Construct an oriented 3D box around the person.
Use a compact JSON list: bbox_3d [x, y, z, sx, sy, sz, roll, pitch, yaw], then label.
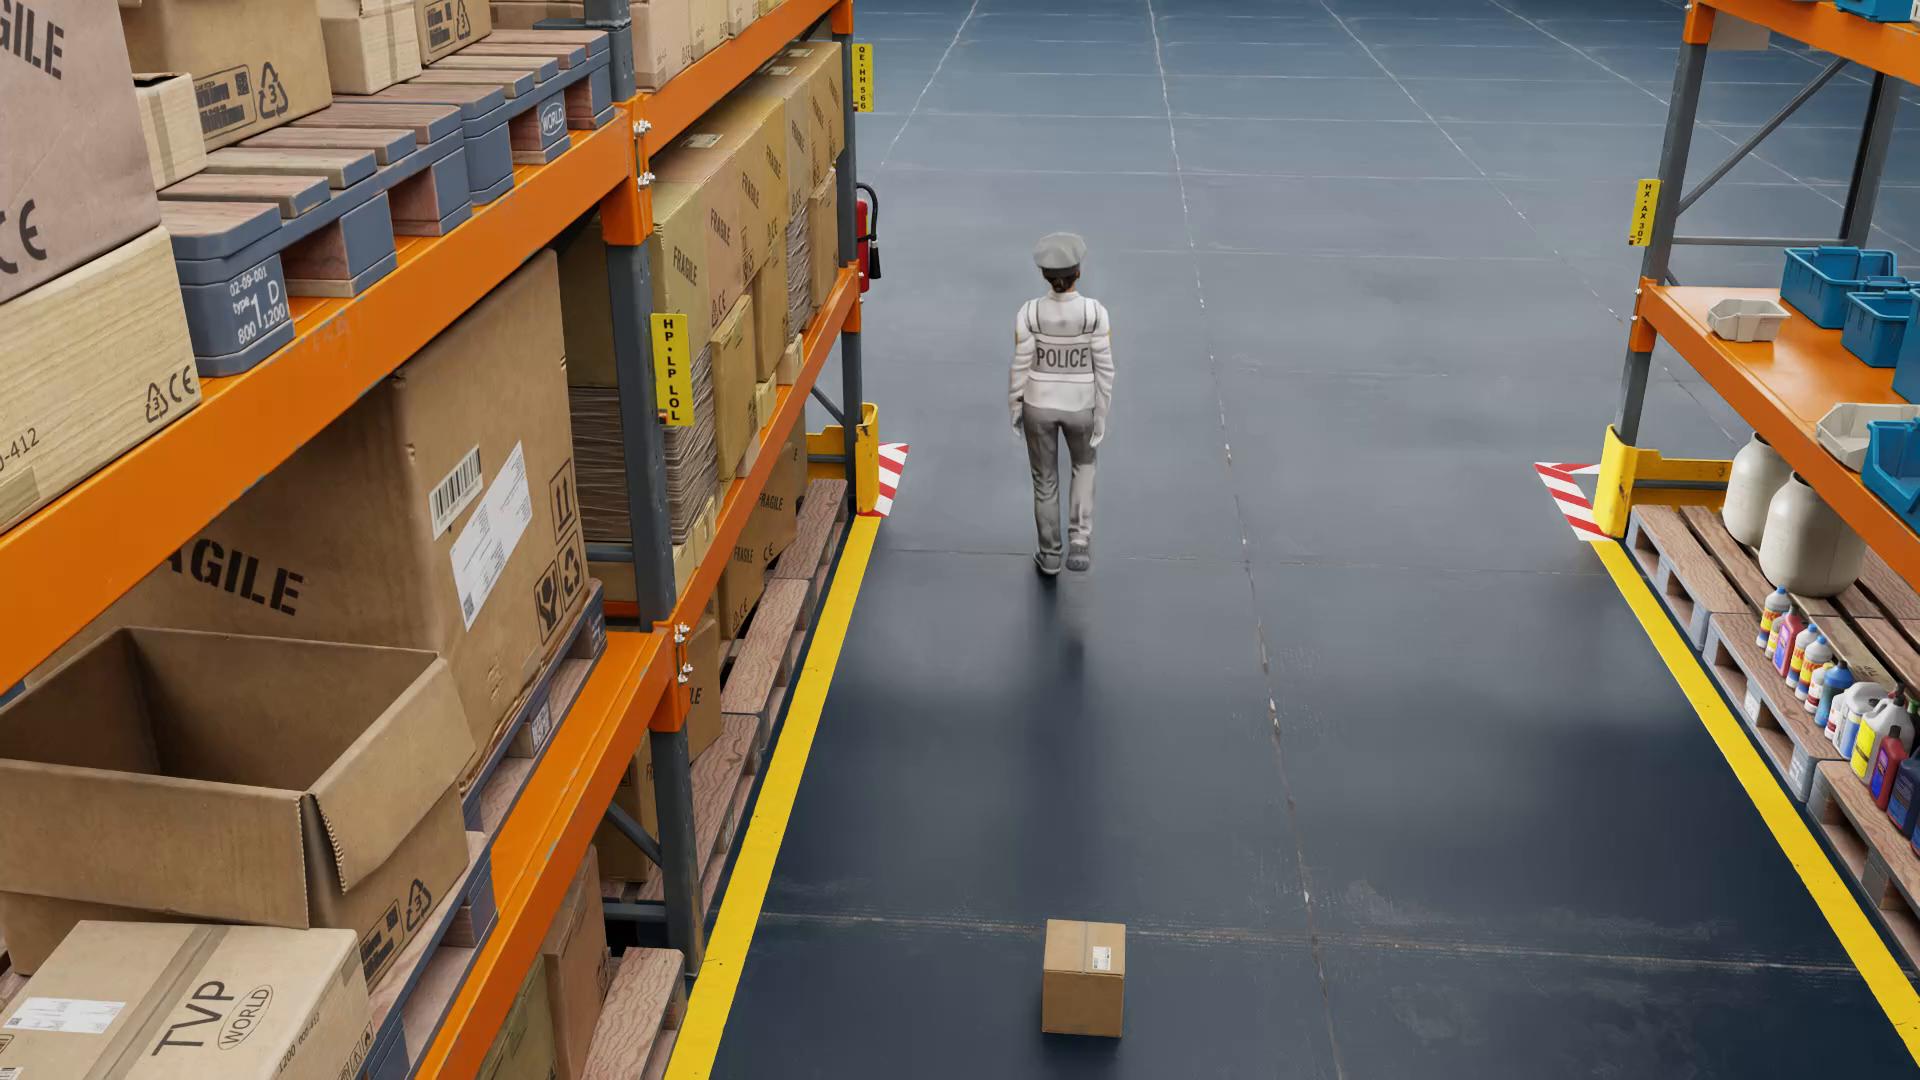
[{"bbox_3d":[0.474,-0.622,7.868,0.486,1.682,0.448,0,25,-1],"label":"person"}]
